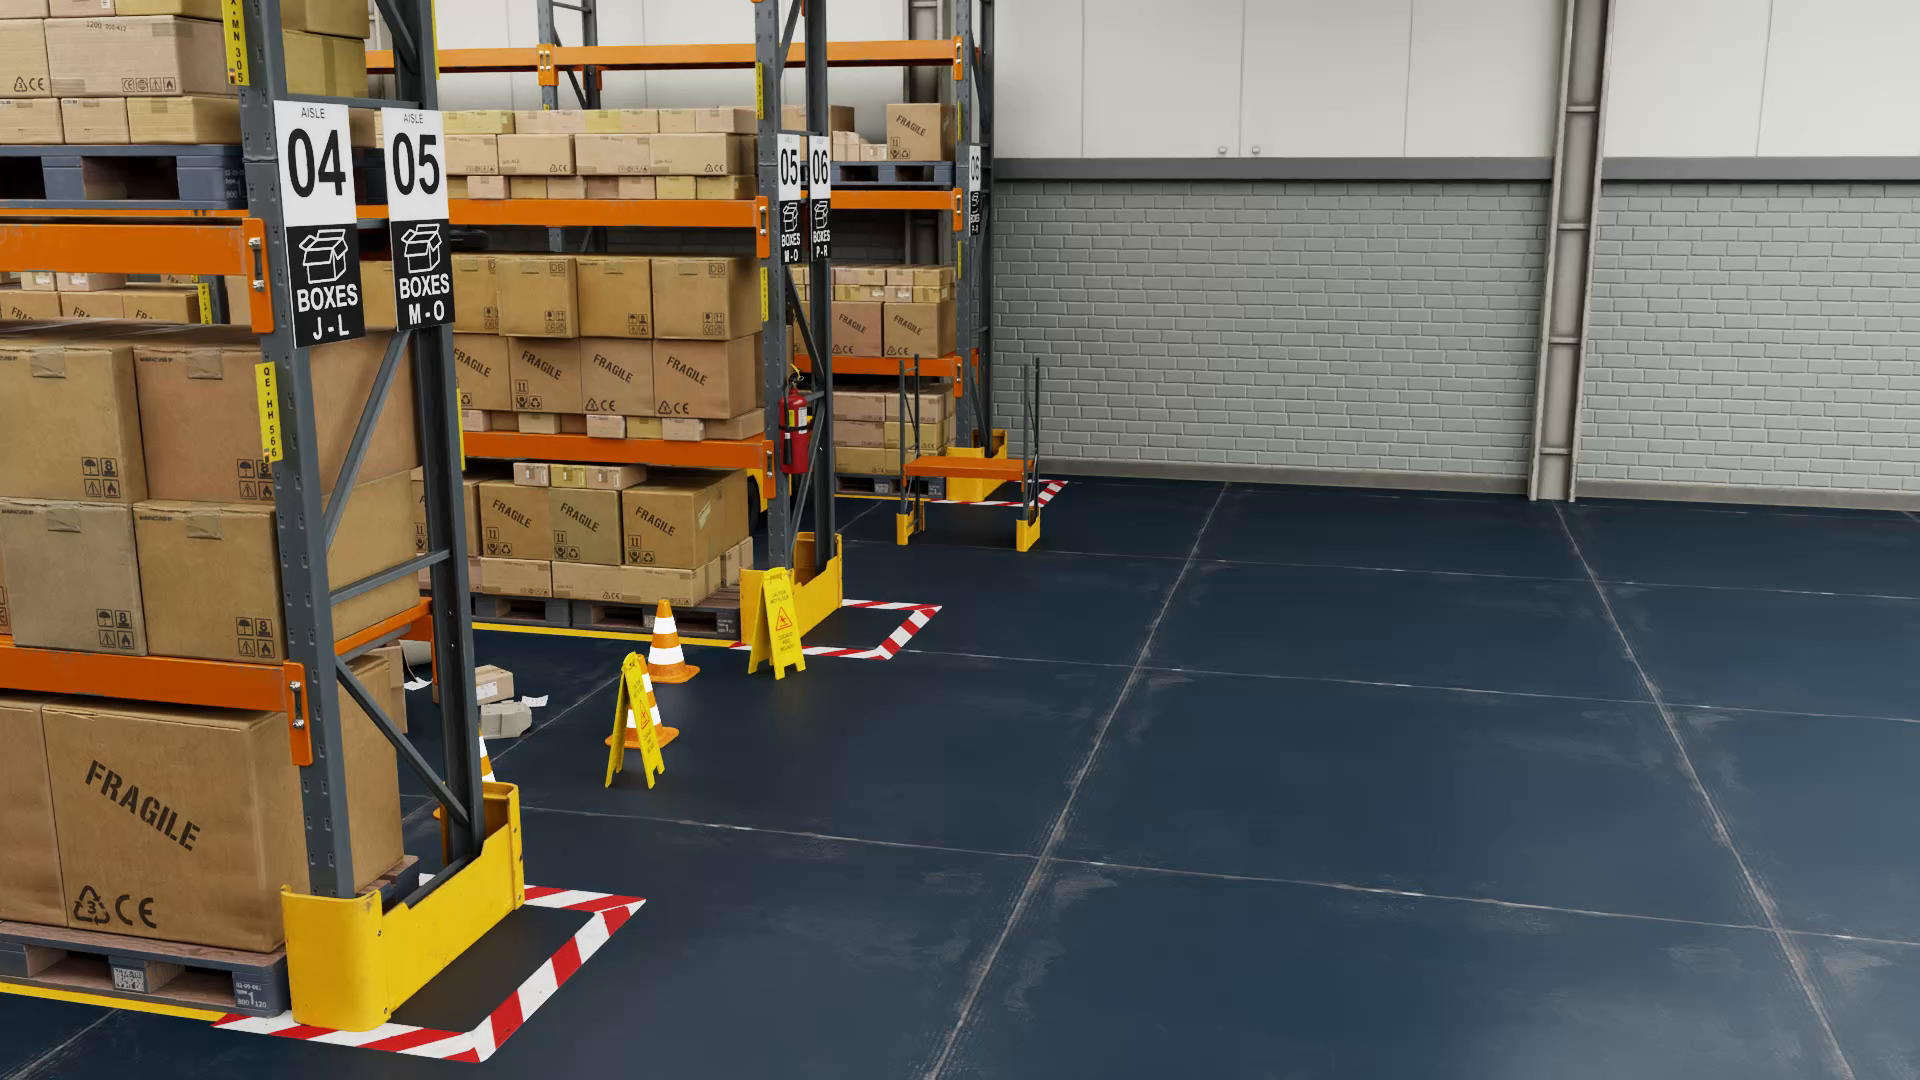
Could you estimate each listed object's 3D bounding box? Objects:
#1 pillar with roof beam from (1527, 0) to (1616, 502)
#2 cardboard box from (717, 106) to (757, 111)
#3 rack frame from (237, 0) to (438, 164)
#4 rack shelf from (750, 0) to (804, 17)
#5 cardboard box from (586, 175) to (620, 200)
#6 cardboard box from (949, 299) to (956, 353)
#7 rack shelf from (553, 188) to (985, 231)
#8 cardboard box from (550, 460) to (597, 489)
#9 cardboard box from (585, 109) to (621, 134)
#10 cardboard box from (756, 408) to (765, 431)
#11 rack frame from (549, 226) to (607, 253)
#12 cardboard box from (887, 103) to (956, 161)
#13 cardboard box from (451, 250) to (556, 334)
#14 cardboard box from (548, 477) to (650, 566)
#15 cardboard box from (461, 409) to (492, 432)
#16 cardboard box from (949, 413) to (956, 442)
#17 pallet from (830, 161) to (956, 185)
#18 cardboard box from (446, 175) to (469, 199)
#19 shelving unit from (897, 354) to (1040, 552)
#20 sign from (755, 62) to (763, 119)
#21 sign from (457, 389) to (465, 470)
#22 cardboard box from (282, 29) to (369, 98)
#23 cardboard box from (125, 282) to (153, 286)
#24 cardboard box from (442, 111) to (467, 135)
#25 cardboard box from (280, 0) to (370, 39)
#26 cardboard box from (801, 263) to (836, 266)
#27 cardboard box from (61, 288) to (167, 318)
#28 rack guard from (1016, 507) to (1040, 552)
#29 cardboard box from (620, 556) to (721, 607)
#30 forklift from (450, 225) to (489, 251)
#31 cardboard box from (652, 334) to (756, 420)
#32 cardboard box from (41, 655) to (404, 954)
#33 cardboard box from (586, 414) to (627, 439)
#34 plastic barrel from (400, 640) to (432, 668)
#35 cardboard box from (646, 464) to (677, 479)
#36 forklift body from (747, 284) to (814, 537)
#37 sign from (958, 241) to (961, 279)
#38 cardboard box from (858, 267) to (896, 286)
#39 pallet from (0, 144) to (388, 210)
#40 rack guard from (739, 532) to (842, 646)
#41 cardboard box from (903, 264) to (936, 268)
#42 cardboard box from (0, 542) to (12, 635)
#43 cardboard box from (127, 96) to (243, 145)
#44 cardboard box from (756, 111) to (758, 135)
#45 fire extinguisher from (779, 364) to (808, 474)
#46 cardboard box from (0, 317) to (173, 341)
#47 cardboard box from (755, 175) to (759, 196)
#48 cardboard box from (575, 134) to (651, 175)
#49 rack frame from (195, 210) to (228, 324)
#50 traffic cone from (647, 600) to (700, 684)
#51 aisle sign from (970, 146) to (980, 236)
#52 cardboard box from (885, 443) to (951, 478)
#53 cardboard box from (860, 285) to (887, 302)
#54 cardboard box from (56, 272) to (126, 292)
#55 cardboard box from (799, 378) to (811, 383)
[{"bbox_3d":[4.475,-3.881,10.449,0.400,9.000,9.100,3,13,14],"label":"pillar with roof beam"},{"bbox_3d":[-1.876,-3.796,15.553,0.637,0.503,0.797,3,13,15],"label":"cardboard box"},{"bbox_3d":[-2.132,-2.781,5.495,0.127,3.000,1.000,3,13,14],"label":"rack frame"},{"bbox_3d":[-2.986,-3.579,10.756,4.000,0.370,1.077,3,13,14],"label":"rack shelf"},{"bbox_3d":[-2.187,-2.254,10.624,0.250,0.149,0.380,3,13,14],"label":"cardboard box"},{"bbox_3d":[-0.273,-2.076,15.934,0.500,0.500,0.500,3,13,15],"label":"cardboard box"},{"bbox_3d":[-1.800,-3.160,15.786,4.000,0.370,1.077,3,13,14],"label":"rack shelf"},{"bbox_3d":[-2.500,-0.450,10.985,0.250,0.149,0.380,3,13,14],"label":"cardboard box"},{"bbox_3d":[-2.170,-2.640,10.522,0.250,0.149,0.380,3,13,14],"label":"cardboard box"},{"bbox_3d":[-1.324,-0.837,11.163,0.250,0.149,0.380,3,13,14],"label":"cardboard box"},{"bbox_3d":[-3.742,-2.150,16.501,0.127,3.000,1.000,3,13,14],"label":"rack frame"},{"bbox_3d":[-0.346,-3.682,15.046,0.500,0.500,0.500,3,13,15],"label":"cardboard box"},{"bbox_3d":[-3.053,-1.649,11.017,0.500,0.500,0.700,3,13,13],"label":"cardboard box"},{"bbox_3d":[-2.392,-0.141,11.090,0.500,0.500,0.500,4,13,16],"label":"cardboard box"},{"bbox_3d":[-3.207,-0.824,11.104,0.250,0.149,0.380,3,13,13],"label":"cardboard box"},{"bbox_3d":[-0.265,-1.118,16.070,0.500,0.250,0.500,3,13,15],"label":"cardboard box"},{"bbox_3d":[-0.539,-3.406,15.440,1.213,0.211,1.003,3,13,14],"label":"pallet"},{"bbox_3d":[-3.184,-2.300,10.830,0.250,0.149,0.380,3,13,14],"label":"cardboard box"},{"bbox_3d":[0.074,-0.728,13.553,1.083,1.500,0.587,3,13,14],"label":"shelving unit"},{"bbox_3d":[-1.196,-2.680,9.918,0.005,0.325,0.100,3,13,14],"label":"sign"},{"bbox_3d":[-1.993,-0.430,6.567,0.005,0.325,0.100,3,13,14],"label":"sign"},{"bbox_3d":[-2.539,-1.722,6.103,0.500,0.250,0.500,3,13,13],"label":"cardboard box"},{"bbox_3d":[-6.277,-1.645,12.334,0.500,0.500,0.500,3,13,13],"label":"cardboard box"},{"bbox_3d":[-3.171,-2.689,10.743,0.250,0.149,0.380,3,13,15],"label":"cardboard box"},{"bbox_3d":[-2.380,-1.922,6.084,0.250,0.149,0.380,3,13,14],"label":"cardboard box"},{"bbox_3d":[-1.369,-2.606,16.139,0.250,0.149,0.380,3,13,12],"label":"cardboard box"},{"bbox_3d":[-5.913,-1.507,11.712,0.500,0.500,0.500,3,13,14],"label":"cardboard box"},{"bbox_3d":[0.558,-0.092,13.572,0.087,0.250,0.587,3,13,14],"label":"rack guard"},{"bbox_3d":[-1.917,0.252,11.052,0.500,0.250,0.500,3,13,13],"label":"cardboard box"},{"bbox_3d":[-4.398,-1.480,13.638,1.130,2.935,3.031,-4,13,-19],"label":"forklift"},{"bbox_3d":[-1.637,-1.063,10.683,0.500,0.500,0.500,3,13,13],"label":"cardboard box"},{"bbox_3d":[-2.806,0.958,6.425,0.875,0.875,0.875,3,13,14],"label":"cardboard box"},{"bbox_3d":[-2.232,-0.765,10.838,0.250,0.149,0.380,3,13,15],"label":"cardboard box"},{"bbox_3d":[-3.412,0.570,10.187,0.512,0.421,0.421,-9,15,-35],"label":"plastic barrel"},{"bbox_3d":[-2.293,-0.255,11.605,0.500,0.500,0.500,3,13,11],"label":"cardboard box"},{"bbox_3d":[-2.136,-1.243,14.372,1.214,2.155,2.313,3,13,14],"label":"forklift body"},{"bbox_3d":[-0.002,-2.510,14.903,0.005,0.325,0.100,3,13,14],"label":"sign"},{"bbox_3d":[-0.764,-2.442,15.400,0.250,0.149,0.380,3,13,15],"label":"cardboard box"},{"bbox_3d":[-2.855,-1.310,5.993,1.213,0.211,1.003,3,13,14],"label":"pallet"},{"bbox_3d":[-1.118,0.318,11.148,0.348,0.500,1.175,3,13,14],"label":"rack guard"},{"bbox_3d":[-0.376,-2.543,15.855,0.250,0.149,0.380,4,13,15],"label":"cardboard box"},{"bbox_3d":[-3.556,-0.015,6.530,0.550,0.550,0.875,3,13,14],"label":"cardboard box"},{"bbox_3d":[-2.536,-1.394,5.547,0.250,0.149,0.380,3,13,13],"label":"cardboard box"},{"bbox_3d":[-1.340,-2.691,10.752,0.250,0.149,0.380,3,13,13],"label":"cardboard box"},{"bbox_3d":[-1.043,-0.758,10.405,0.183,0.674,0.296,3,13,14],"label":"fire extinguisher"},{"bbox_3d":[-3.550,-0.547,6.436,0.550,0.550,0.875,3,13,14],"label":"cardboard box"},{"bbox_3d":[-1.288,-2.326,10.947,0.250,0.149,0.380,3,13,14],"label":"cardboard box"},{"bbox_3d":[-2.090,-2.434,10.515,0.500,0.250,0.500,3,13,13],"label":"cardboard box"},{"bbox_3d":[-4.927,-1.106,11.795,0.127,3.000,1.000,3,13,14],"label":"rack frame"},{"bbox_3d":[-1.771,0.589,10.012,0.334,0.463,0.336,3,13,14],"label":"traffic cone"},{"bbox_3d":[0.135,-3.147,14.990,0.004,0.787,0.394,3,13,14],"label":"aisle sign"},{"bbox_3d":[-0.390,-0.763,15.628,0.500,0.250,0.500,3,13,14],"label":"cardboard box"},{"bbox_3d":[-0.755,-2.301,15.450,0.250,0.149,0.380,3,13,15],"label":"cardboard box"},{"bbox_3d":[-6.102,-1.832,11.679,0.250,0.149,0.380,3,13,12],"label":"cardboard box"},{"bbox_3d":[-1.744,-1.440,16.368,0.500,0.250,0.500,3,13,12],"label":"cardboard box"}]
